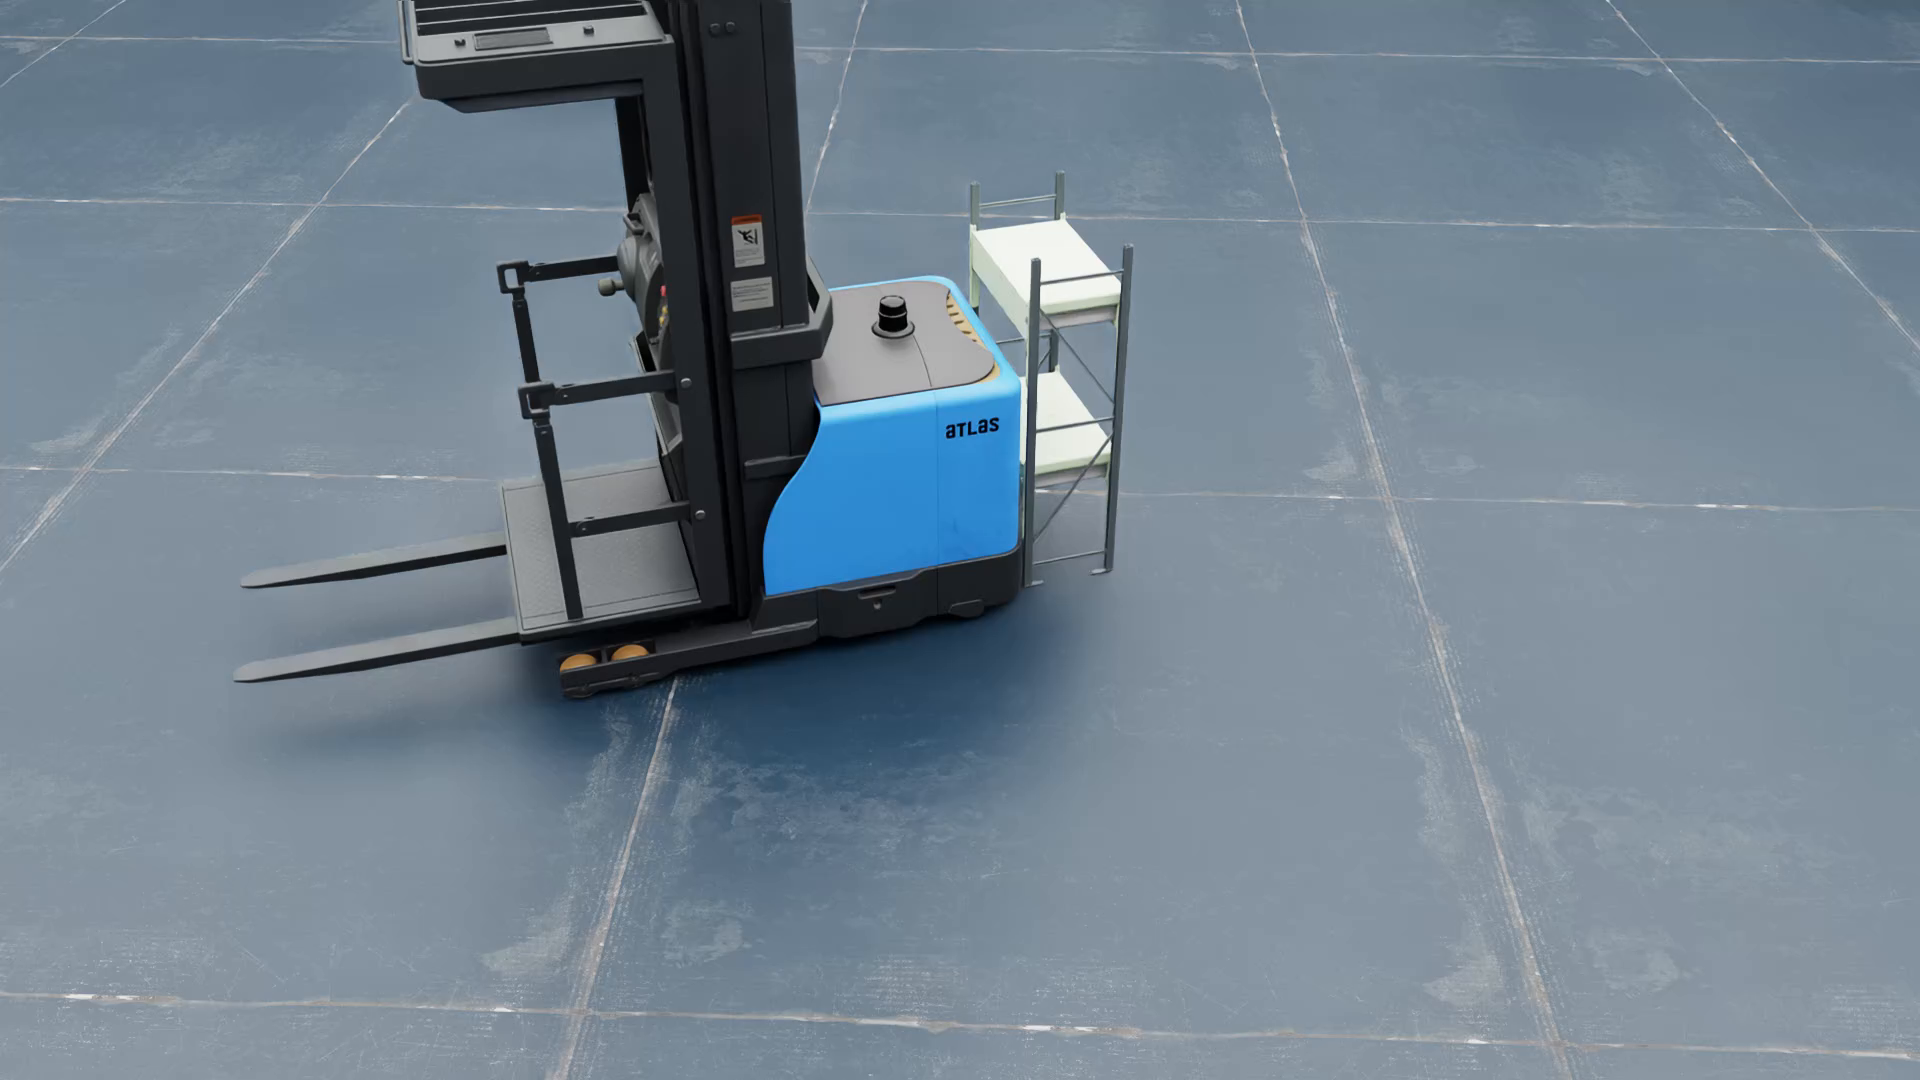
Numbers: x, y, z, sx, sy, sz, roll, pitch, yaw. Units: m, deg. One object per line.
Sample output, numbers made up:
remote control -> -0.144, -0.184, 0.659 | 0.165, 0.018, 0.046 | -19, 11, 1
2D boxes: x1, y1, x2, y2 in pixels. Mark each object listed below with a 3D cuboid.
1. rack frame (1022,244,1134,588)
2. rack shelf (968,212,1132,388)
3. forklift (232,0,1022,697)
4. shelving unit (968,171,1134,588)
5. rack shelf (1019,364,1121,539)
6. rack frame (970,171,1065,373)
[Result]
rack frame -> 0.455, -0.452, 6.589 | 0.400, 1.500, 0.023 | -10, 36, -14
rack shelf -> 0.344, -0.972, 6.650 | 0.431, 0.370, 0.720 | -10, 36, -14
forklift -> -1.329, -0.935, 6.031 | 3.031, 2.935, 1.130 | -10, 36, -14
shelving unit -> 0.344, -0.653, 6.875 | 0.431, 1.500, 0.755 | -10, 36, -14
rack shelf -> 0.344, -0.386, 7.062 | 0.431, 0.370, 0.720 | -10, 36, -14
rack frame -> 0.234, -0.854, 7.160 | 0.400, 1.500, 0.023 | -10, 36, -14
